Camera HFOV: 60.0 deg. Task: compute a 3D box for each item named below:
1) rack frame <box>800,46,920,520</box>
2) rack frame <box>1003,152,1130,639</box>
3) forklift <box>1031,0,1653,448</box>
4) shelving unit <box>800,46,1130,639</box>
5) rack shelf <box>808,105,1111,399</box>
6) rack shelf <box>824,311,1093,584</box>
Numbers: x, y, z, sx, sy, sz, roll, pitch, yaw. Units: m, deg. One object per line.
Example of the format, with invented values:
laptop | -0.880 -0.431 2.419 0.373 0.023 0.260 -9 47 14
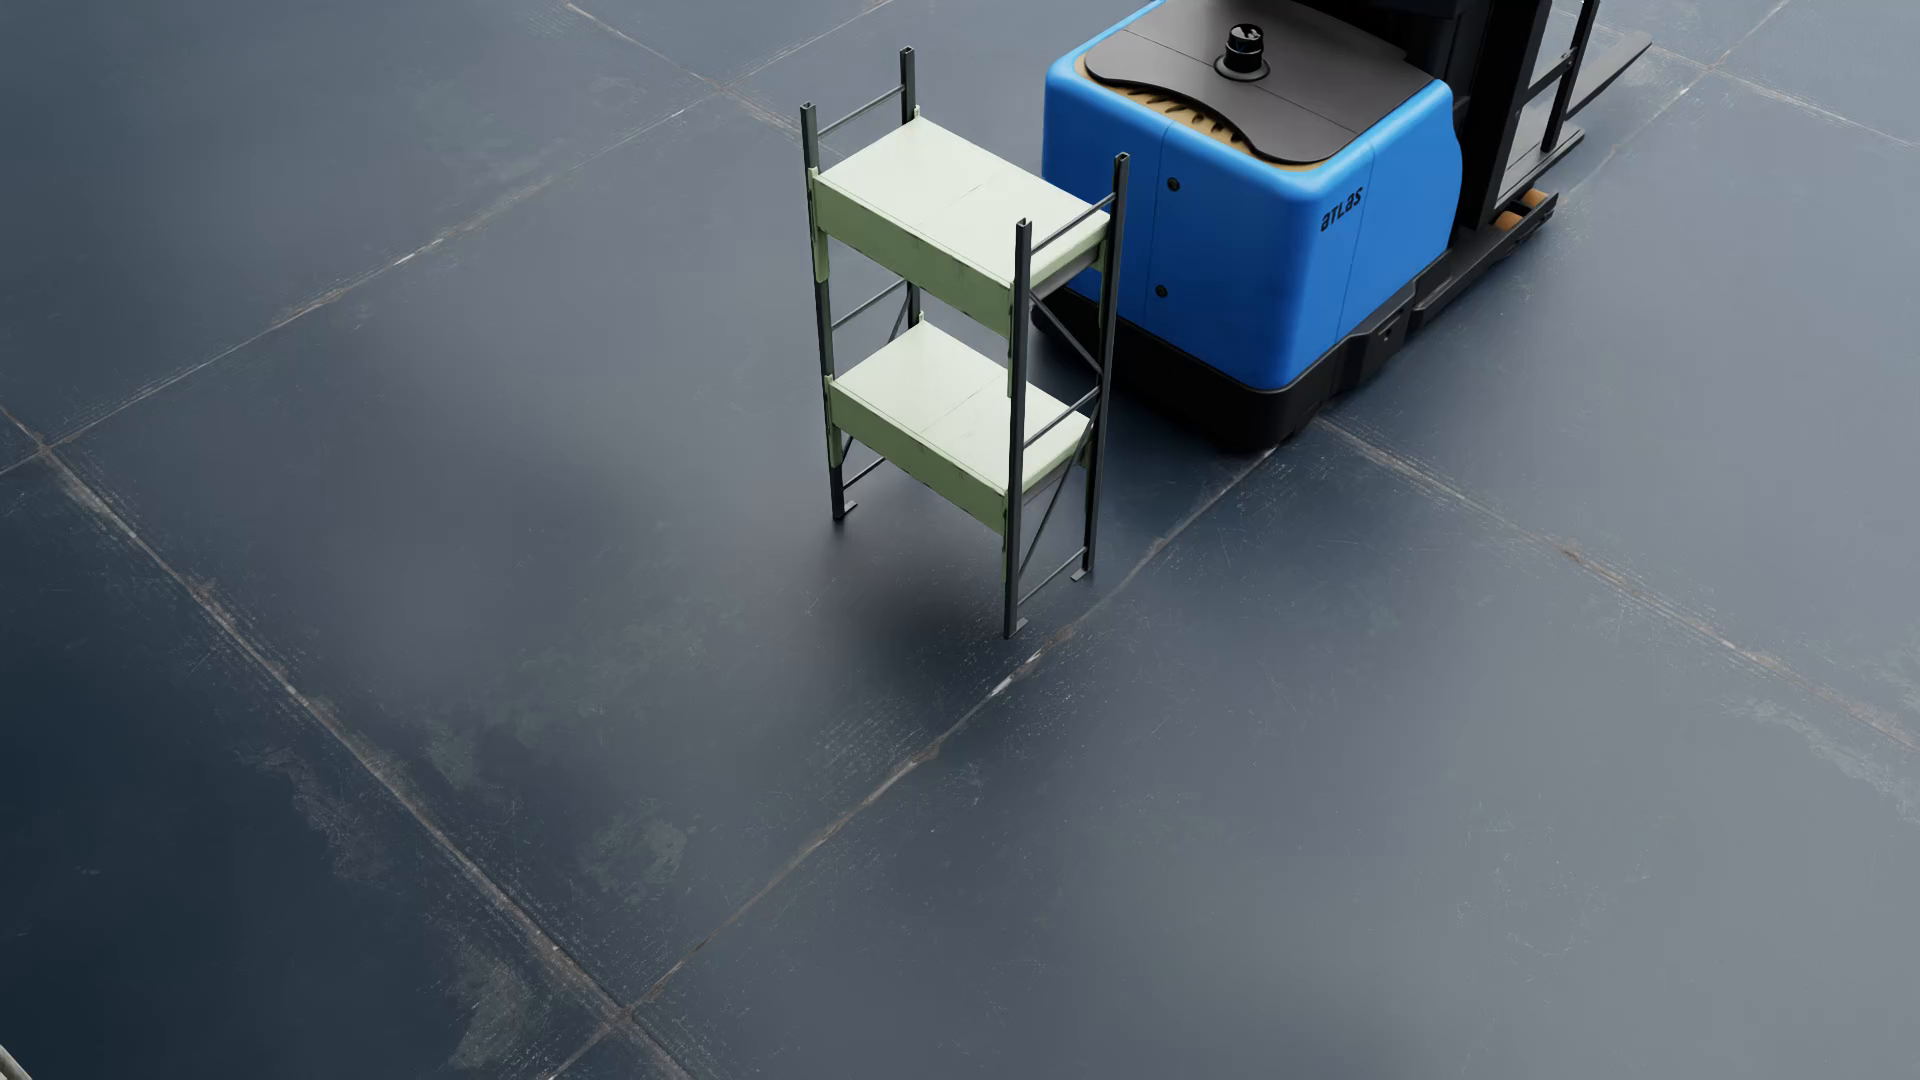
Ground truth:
rack frame | -0.264 -0.691 4.870 0.023 1.500 0.400 34 55 28
rack frame | 0.274 -0.329 4.530 0.023 1.500 0.400 34 55 28
forklift | 1.615 -2.294 5.394 1.130 2.935 3.031 34 55 27
shelving unit | 0.005 -0.510 4.700 0.755 1.500 0.431 34 55 28
rack shelf | 0.005 -0.777 4.416 0.720 0.370 0.431 34 55 28
rack shelf | 0.005 -0.287 4.938 0.720 0.370 0.431 34 55 28
